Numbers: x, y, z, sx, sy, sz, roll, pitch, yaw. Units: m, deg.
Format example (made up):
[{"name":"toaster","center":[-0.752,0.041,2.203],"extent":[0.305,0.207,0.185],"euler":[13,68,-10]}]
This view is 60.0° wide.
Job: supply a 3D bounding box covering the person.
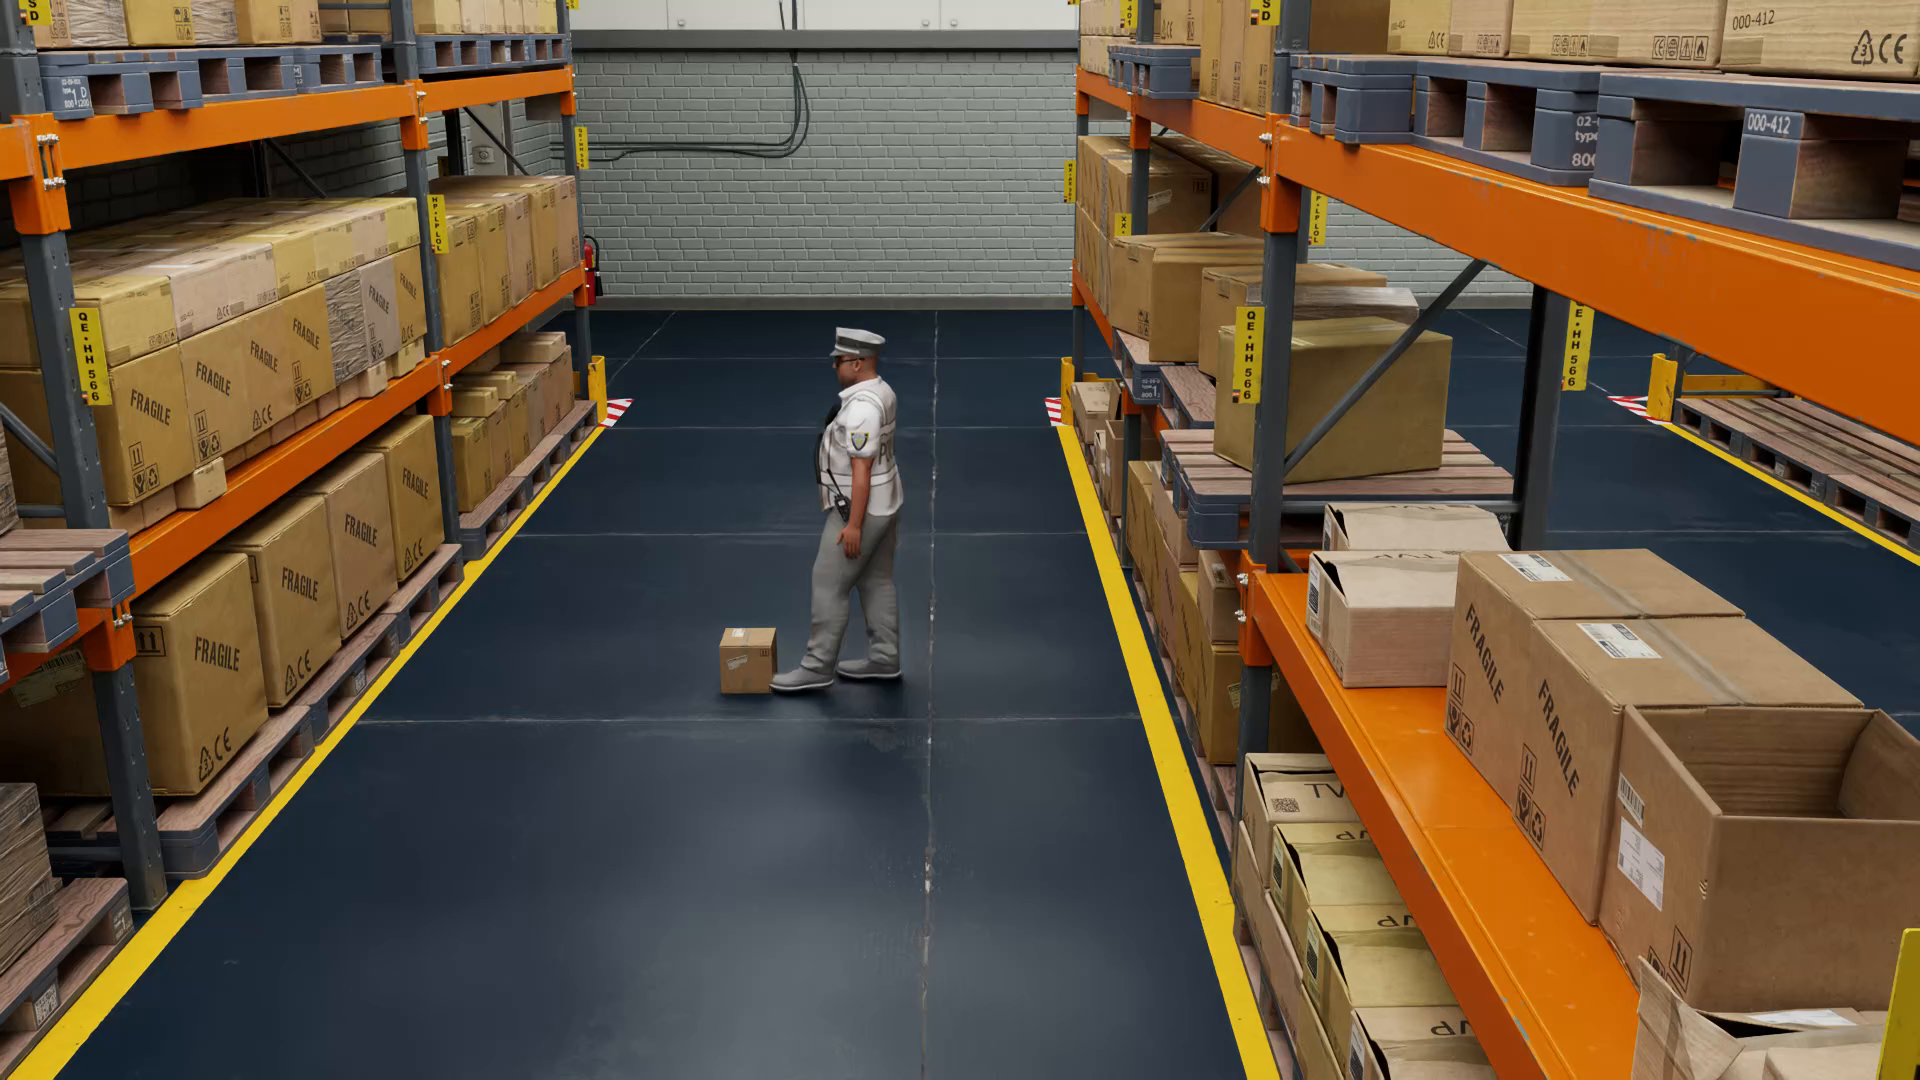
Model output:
[{"name":"person","center":[-0.597,-0.152,7.983],"extent":[0.633,1.751,0.565],"euler":[3,17,10]}]
